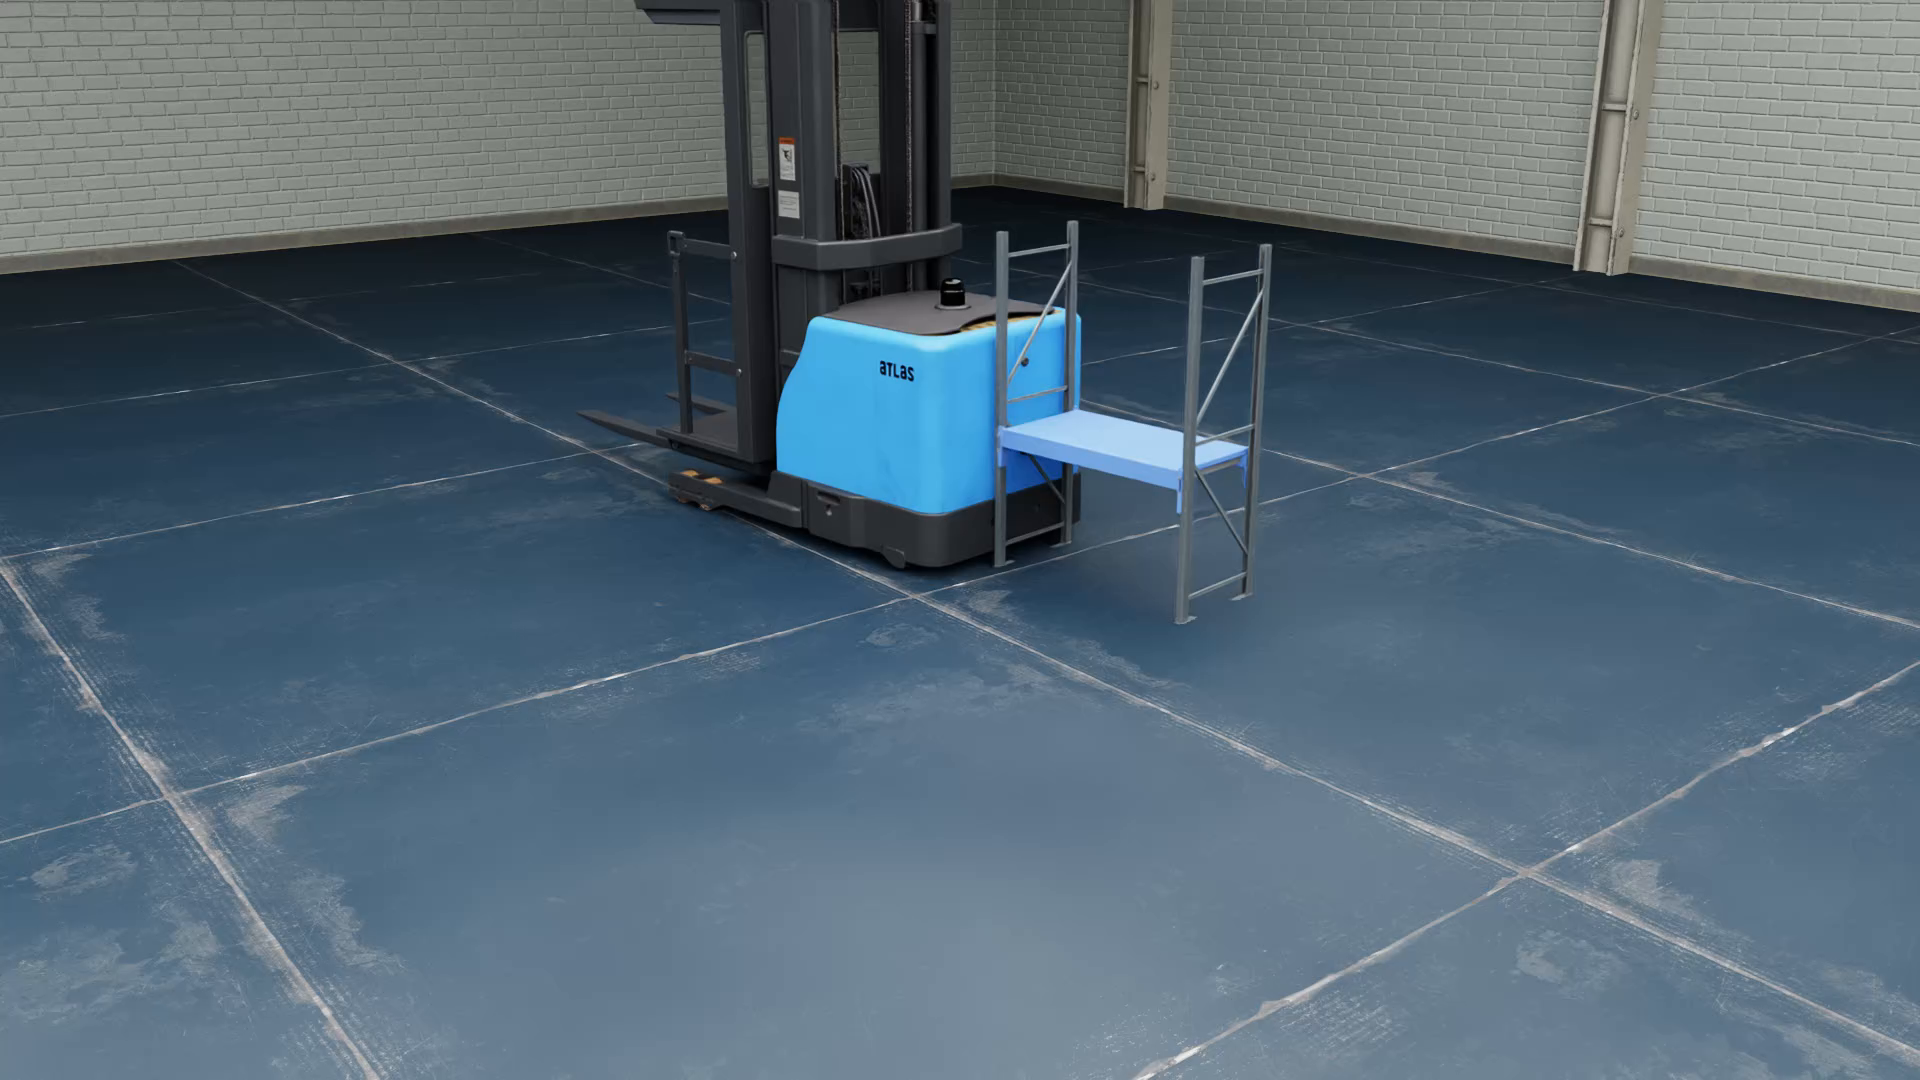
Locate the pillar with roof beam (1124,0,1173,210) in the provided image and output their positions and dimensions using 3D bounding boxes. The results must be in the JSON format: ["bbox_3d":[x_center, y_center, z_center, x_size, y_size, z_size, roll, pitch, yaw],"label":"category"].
[{"bbox_3d":[-1.179,-7.394,15.876,9.100,9.000,0.400,-14,23,-36],"label":"pillar with roof beam"}]

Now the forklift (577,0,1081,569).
[{"bbox_3d":[-0.833,-1.639,8.151,3.031,2.935,1.130,17,25,41],"label":"forklift"}]

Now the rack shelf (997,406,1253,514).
[{"bbox_3d":[0.703,-0.360,7.135,1.000,0.185,0.538,17,25,41],"label":"rack shelf"}]

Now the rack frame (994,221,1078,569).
[{"bbox_3d":[0.339,-0.642,7.415,0.032,1.500,0.500,17,25,41],"label":"rack frame"}]

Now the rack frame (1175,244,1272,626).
[{"bbox_3d":[1.067,-0.419,6.742,0.032,1.500,0.500,17,25,41],"label":"rack frame"}]

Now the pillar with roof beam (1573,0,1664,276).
[{"bbox_3d":[2.546,-5.915,11.411,9.100,9.000,0.400,-14,23,-36],"label":"pillar with roof beam"}]

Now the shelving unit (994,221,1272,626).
[{"bbox_3d":[0.703,-0.530,7.079,1.048,1.500,0.538,17,25,41],"label":"shelving unit"}]
